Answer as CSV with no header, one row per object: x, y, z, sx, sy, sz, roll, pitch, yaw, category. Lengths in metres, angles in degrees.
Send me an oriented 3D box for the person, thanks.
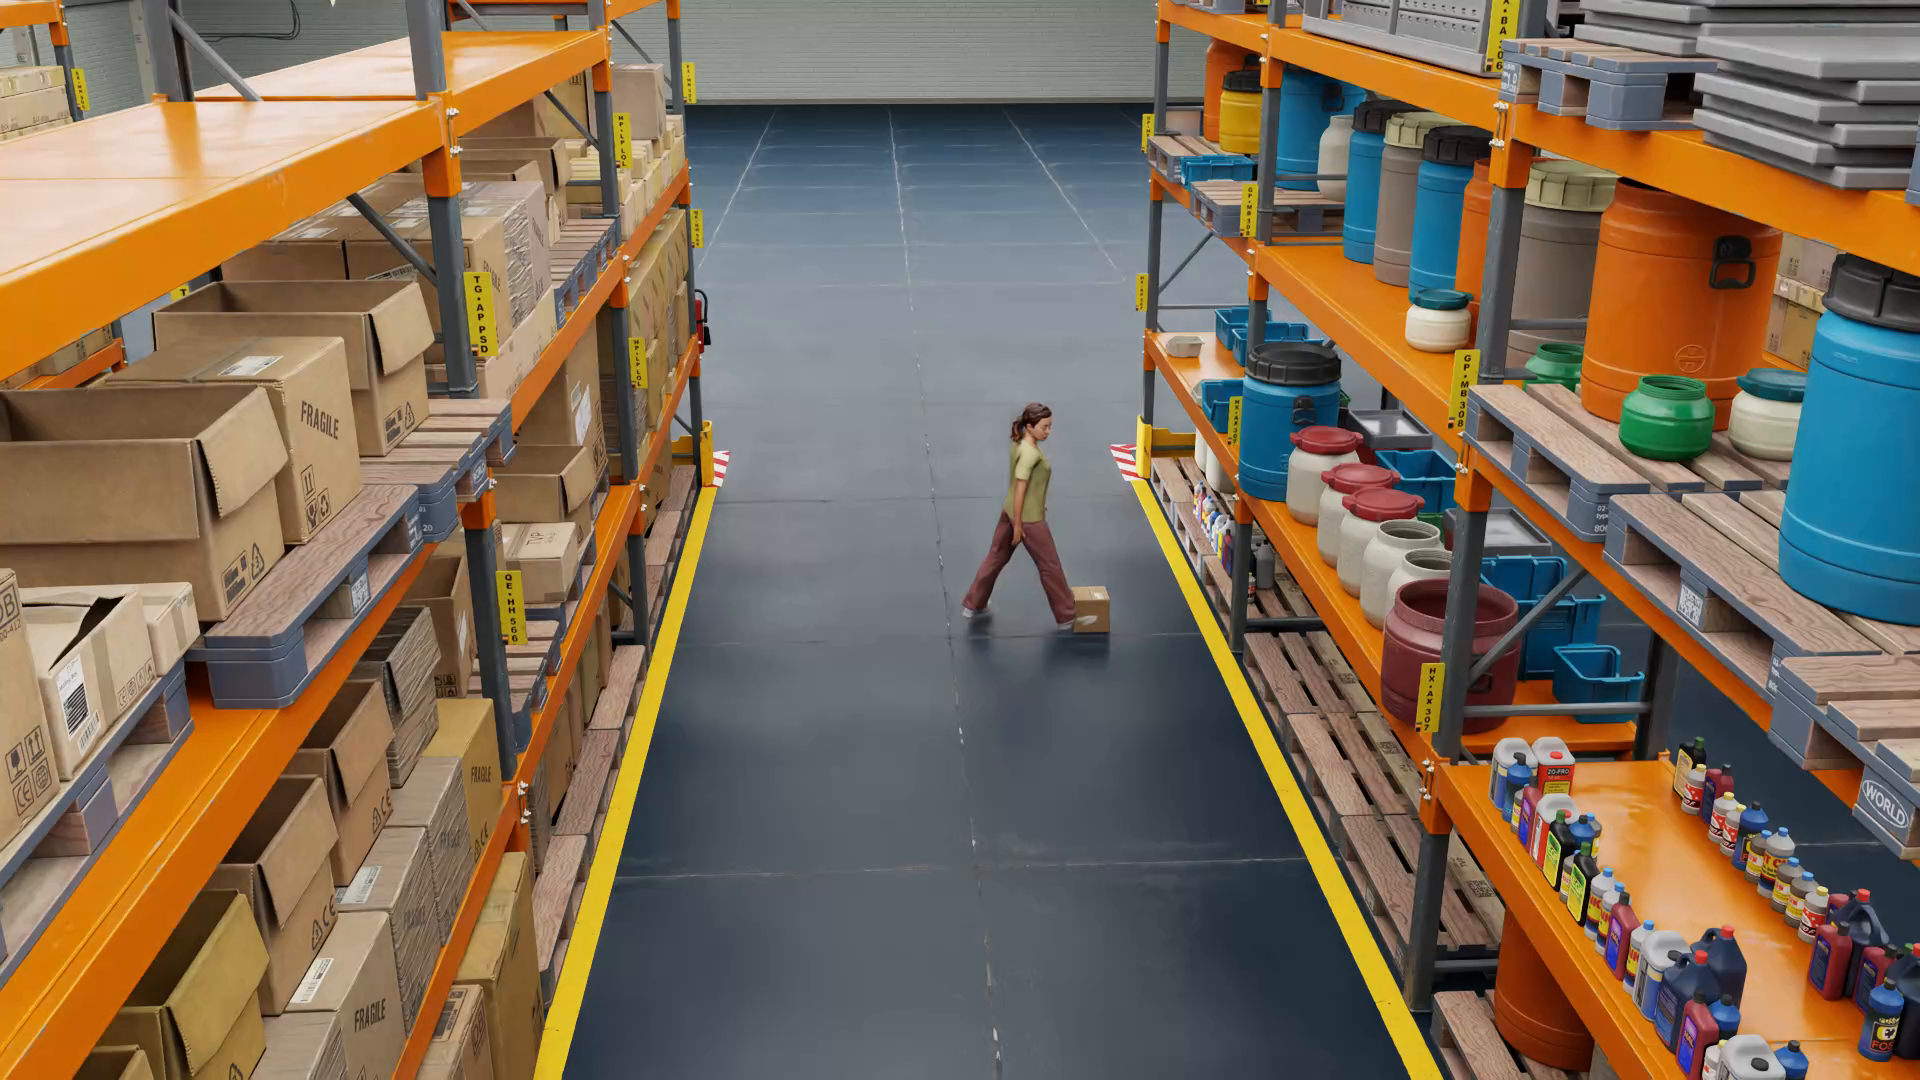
0.480,-0.184,11.582,0.902,1.640,0.581,-5,21,-14,person
